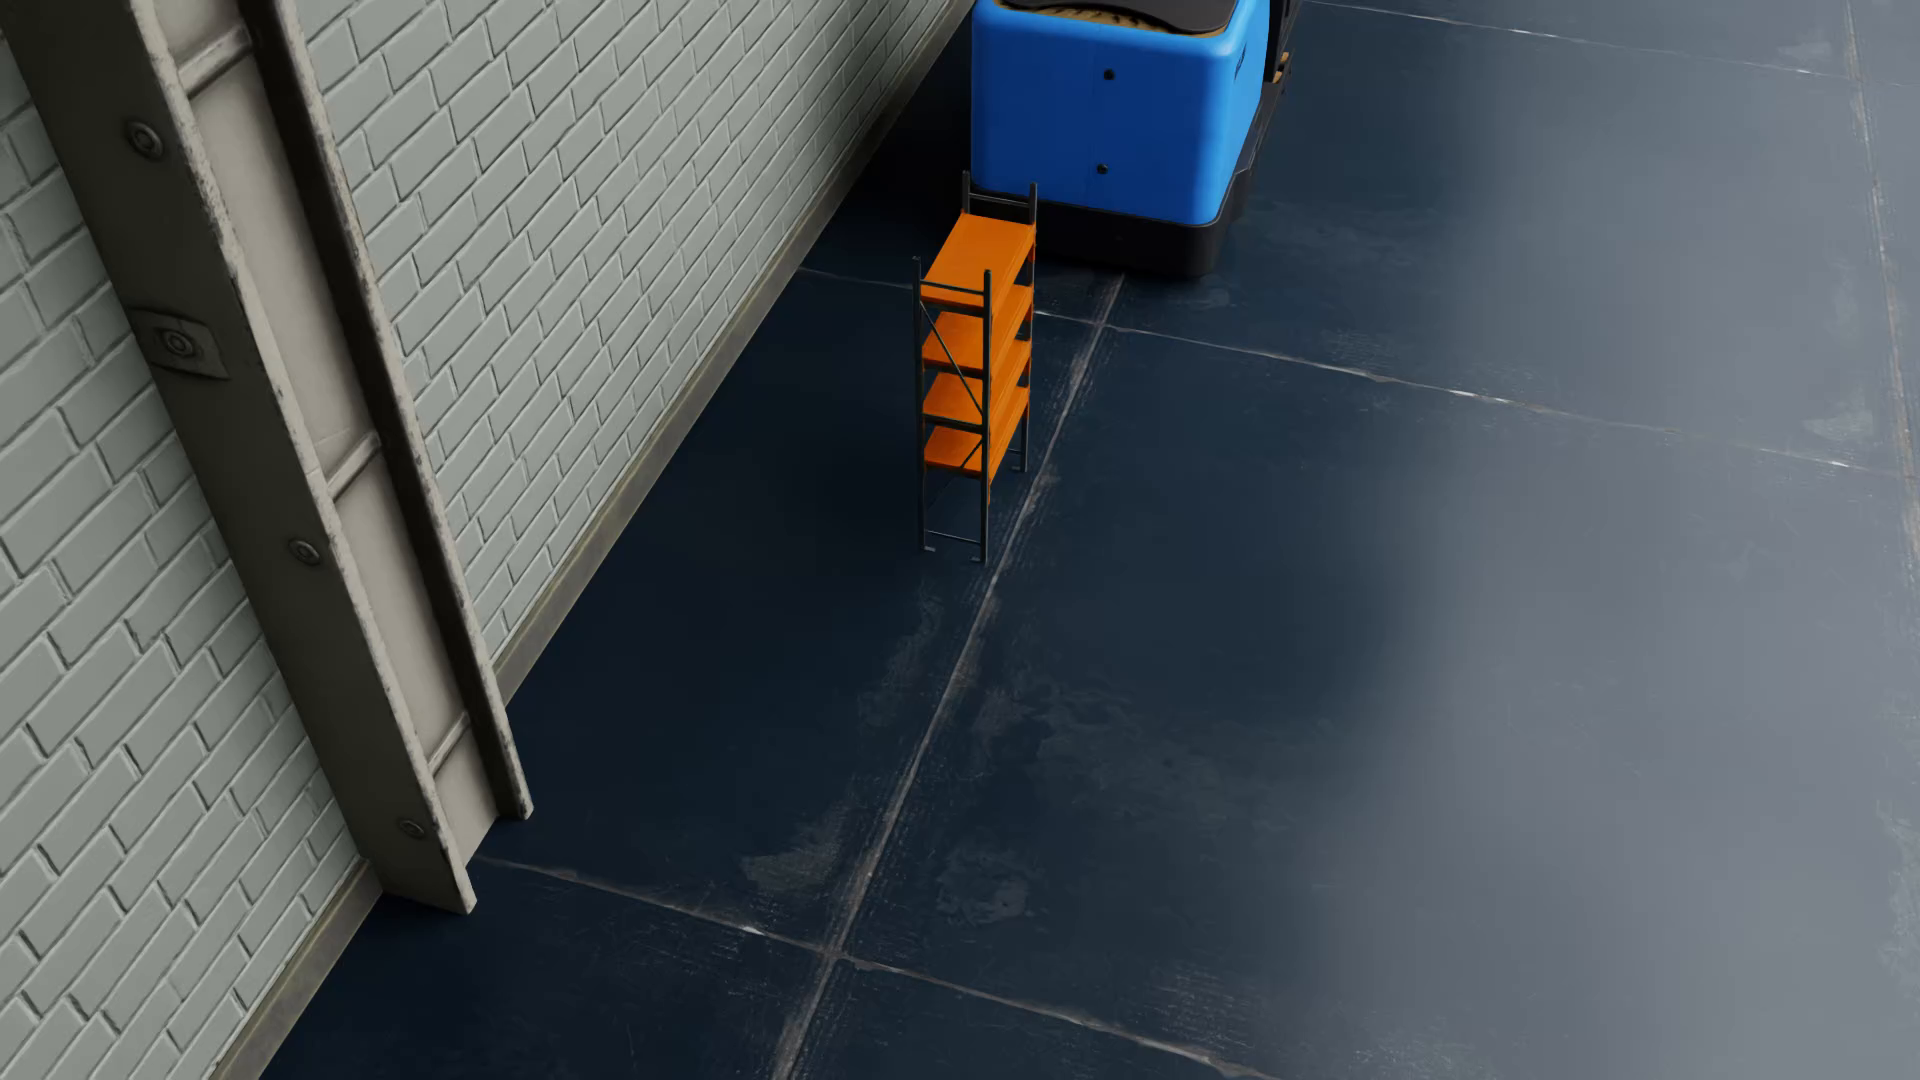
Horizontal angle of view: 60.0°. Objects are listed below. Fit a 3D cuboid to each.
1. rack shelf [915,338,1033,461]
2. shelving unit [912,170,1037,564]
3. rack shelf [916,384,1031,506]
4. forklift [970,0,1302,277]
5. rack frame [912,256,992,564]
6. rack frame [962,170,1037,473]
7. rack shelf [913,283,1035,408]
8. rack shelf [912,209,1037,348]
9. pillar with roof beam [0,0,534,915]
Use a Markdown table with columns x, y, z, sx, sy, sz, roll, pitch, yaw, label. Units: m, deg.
| x | y | z | sx | sy | sz | roll | pitch | yaw | label |
| --- | --- | --- | --- | --- | --- | --- | --- | --- | --- |
| 0.050 | -0.491 | 5.490 | 0.258 | 0.148 | 0.480 | 13 | 46 | 13 | rack shelf |
| 0.050 | -0.539 | 5.443 | 0.258 | 1.200 | 0.503 | 13 | 46 | 13 | shelving unit |
| 0.050 | -0.349 | 5.629 | 0.258 | 0.148 | 0.480 | 13 | 46 | 13 | rack shelf |
| 0.962 | -3.162 | 6.886 | 1.130 | 2.935 | 3.031 | 13 | 46 | 13 | forklift |
| -0.024 | -0.377 | 5.277 | 0.240 | 1.200 | 0.015 | 13 | 46 | 13 | rack frame |
| 0.124 | -0.702 | 5.609 | 0.240 | 1.200 | 0.015 | 13 | 46 | 13 | rack frame |
| 0.050 | -0.651 | 5.334 | 0.258 | 0.148 | 0.480 | 13 | 46 | 13 | rack shelf |
| 0.050 | -0.820 | 5.168 | 0.258 | 0.148 | 0.480 | 13 | 46 | 13 | rack shelf |
| 2.634 | -1.414 | 0.761 | 9.100 | 9.000 | 0.400 | 13 | 46 | 13 | pillar with roof beam |
